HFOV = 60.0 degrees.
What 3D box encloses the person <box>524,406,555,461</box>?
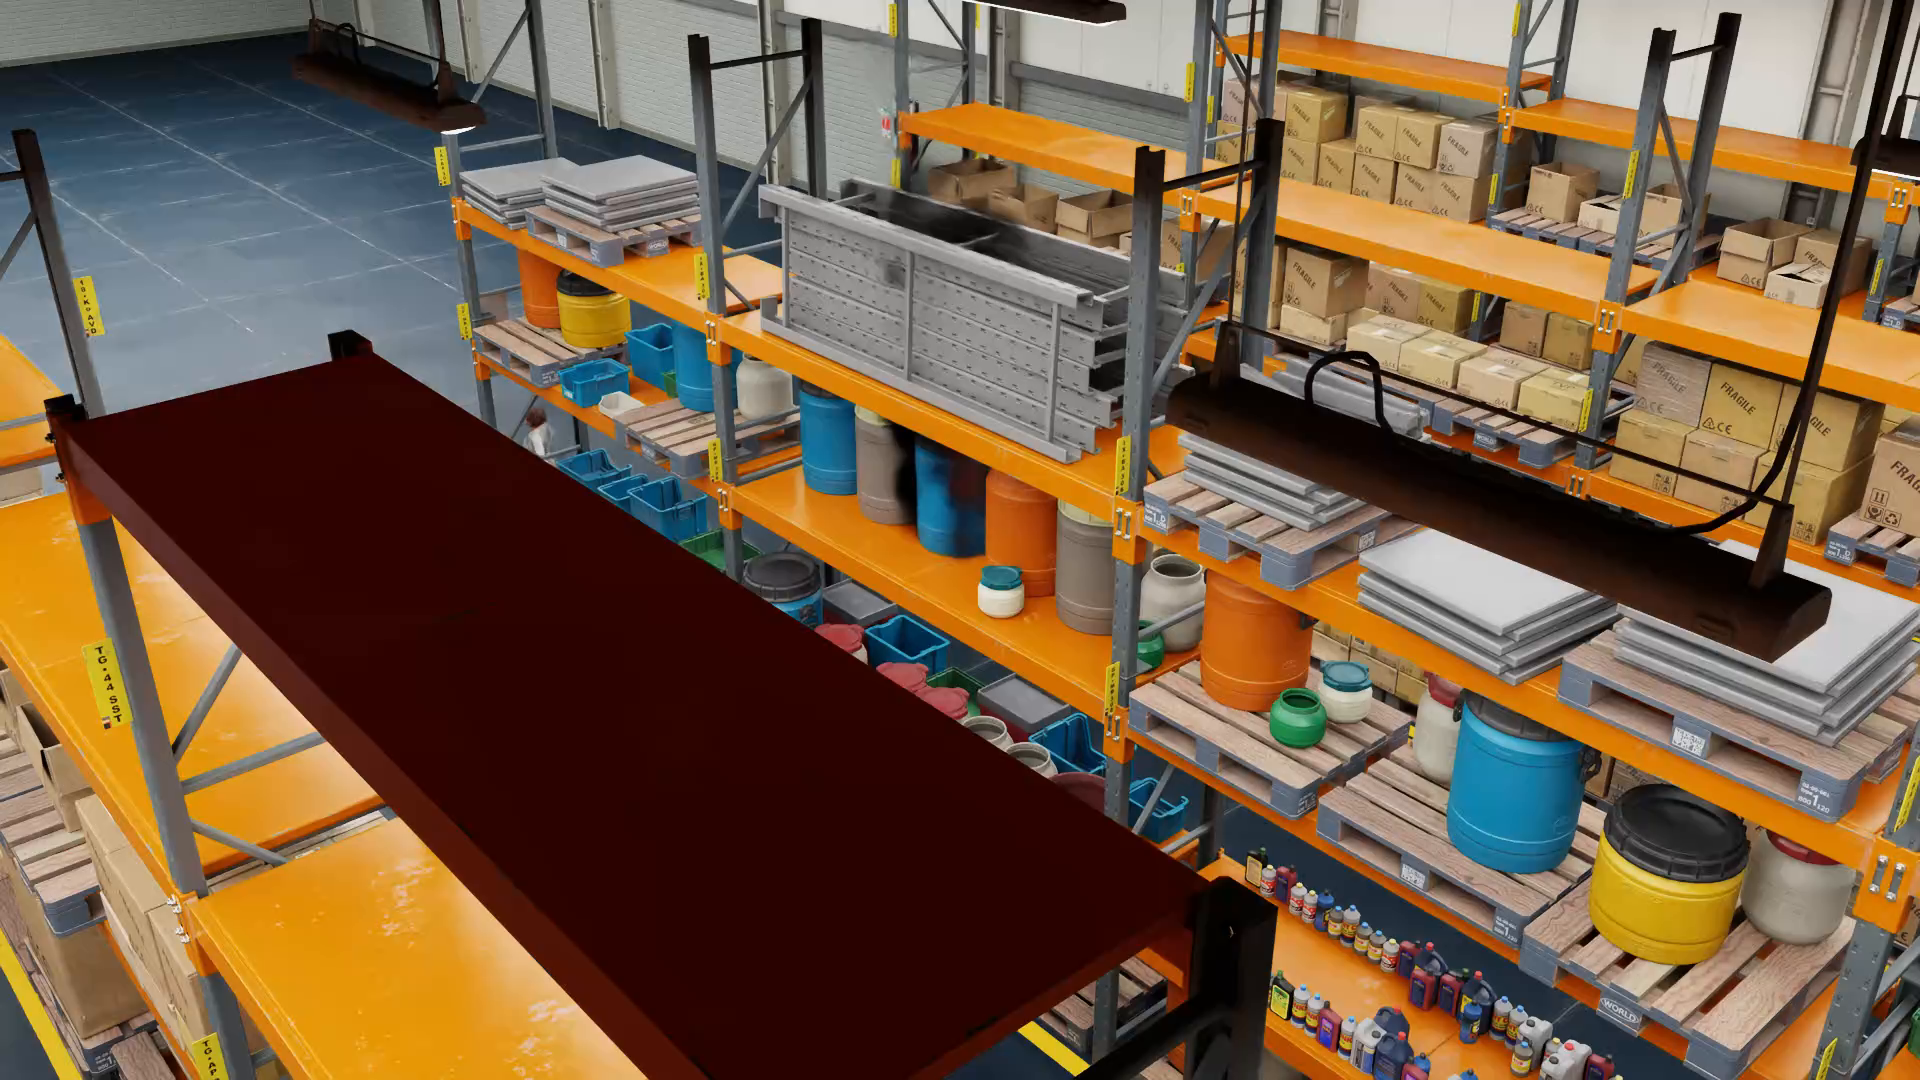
[{"bbox_3d":[-4.317,-0.695,17.266,0.572,1.537,0.605,-2,27,-5],"label":"person"}]
